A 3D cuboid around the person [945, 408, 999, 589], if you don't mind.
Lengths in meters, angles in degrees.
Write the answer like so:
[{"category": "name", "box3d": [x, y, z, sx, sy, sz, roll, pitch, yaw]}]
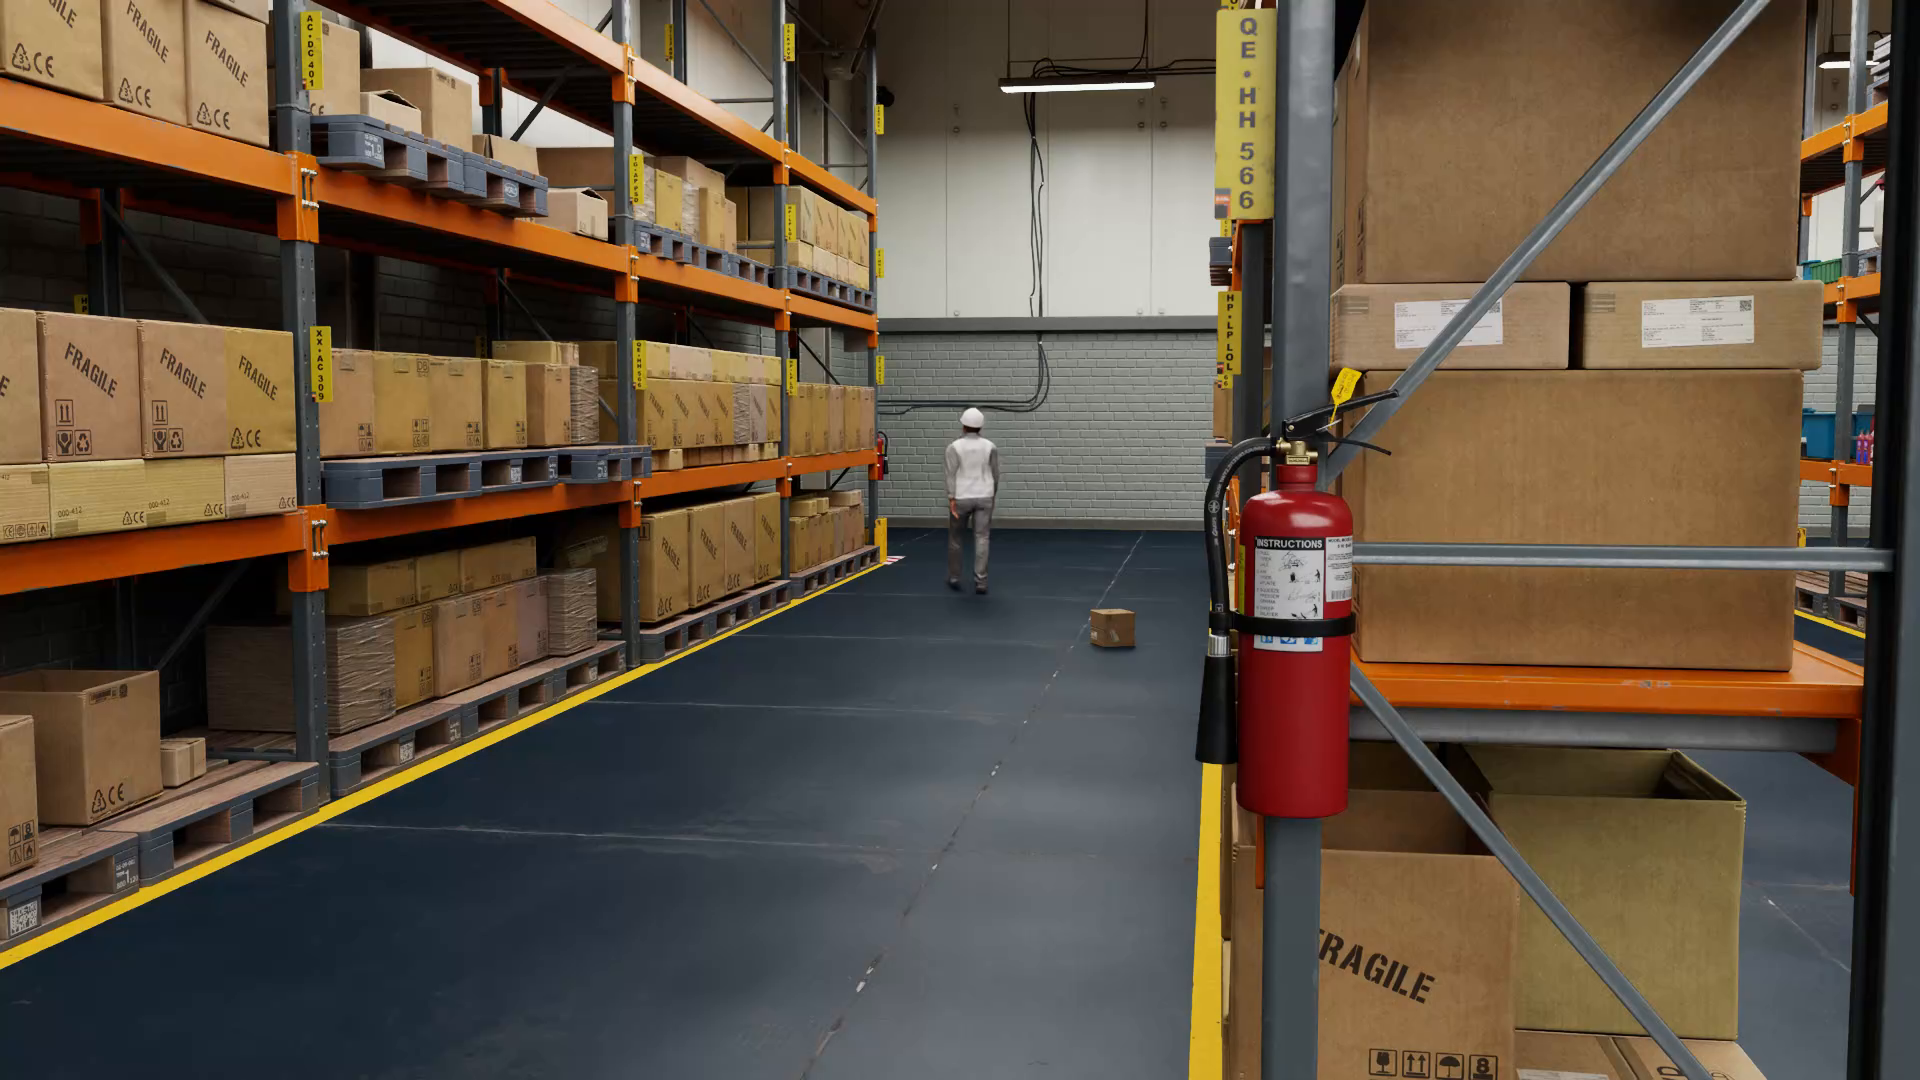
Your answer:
[{"category": "person", "box3d": [0.105, -0.417, 16.155, 0.543, 1.728, 0.943, 0, 4, -6]}]
